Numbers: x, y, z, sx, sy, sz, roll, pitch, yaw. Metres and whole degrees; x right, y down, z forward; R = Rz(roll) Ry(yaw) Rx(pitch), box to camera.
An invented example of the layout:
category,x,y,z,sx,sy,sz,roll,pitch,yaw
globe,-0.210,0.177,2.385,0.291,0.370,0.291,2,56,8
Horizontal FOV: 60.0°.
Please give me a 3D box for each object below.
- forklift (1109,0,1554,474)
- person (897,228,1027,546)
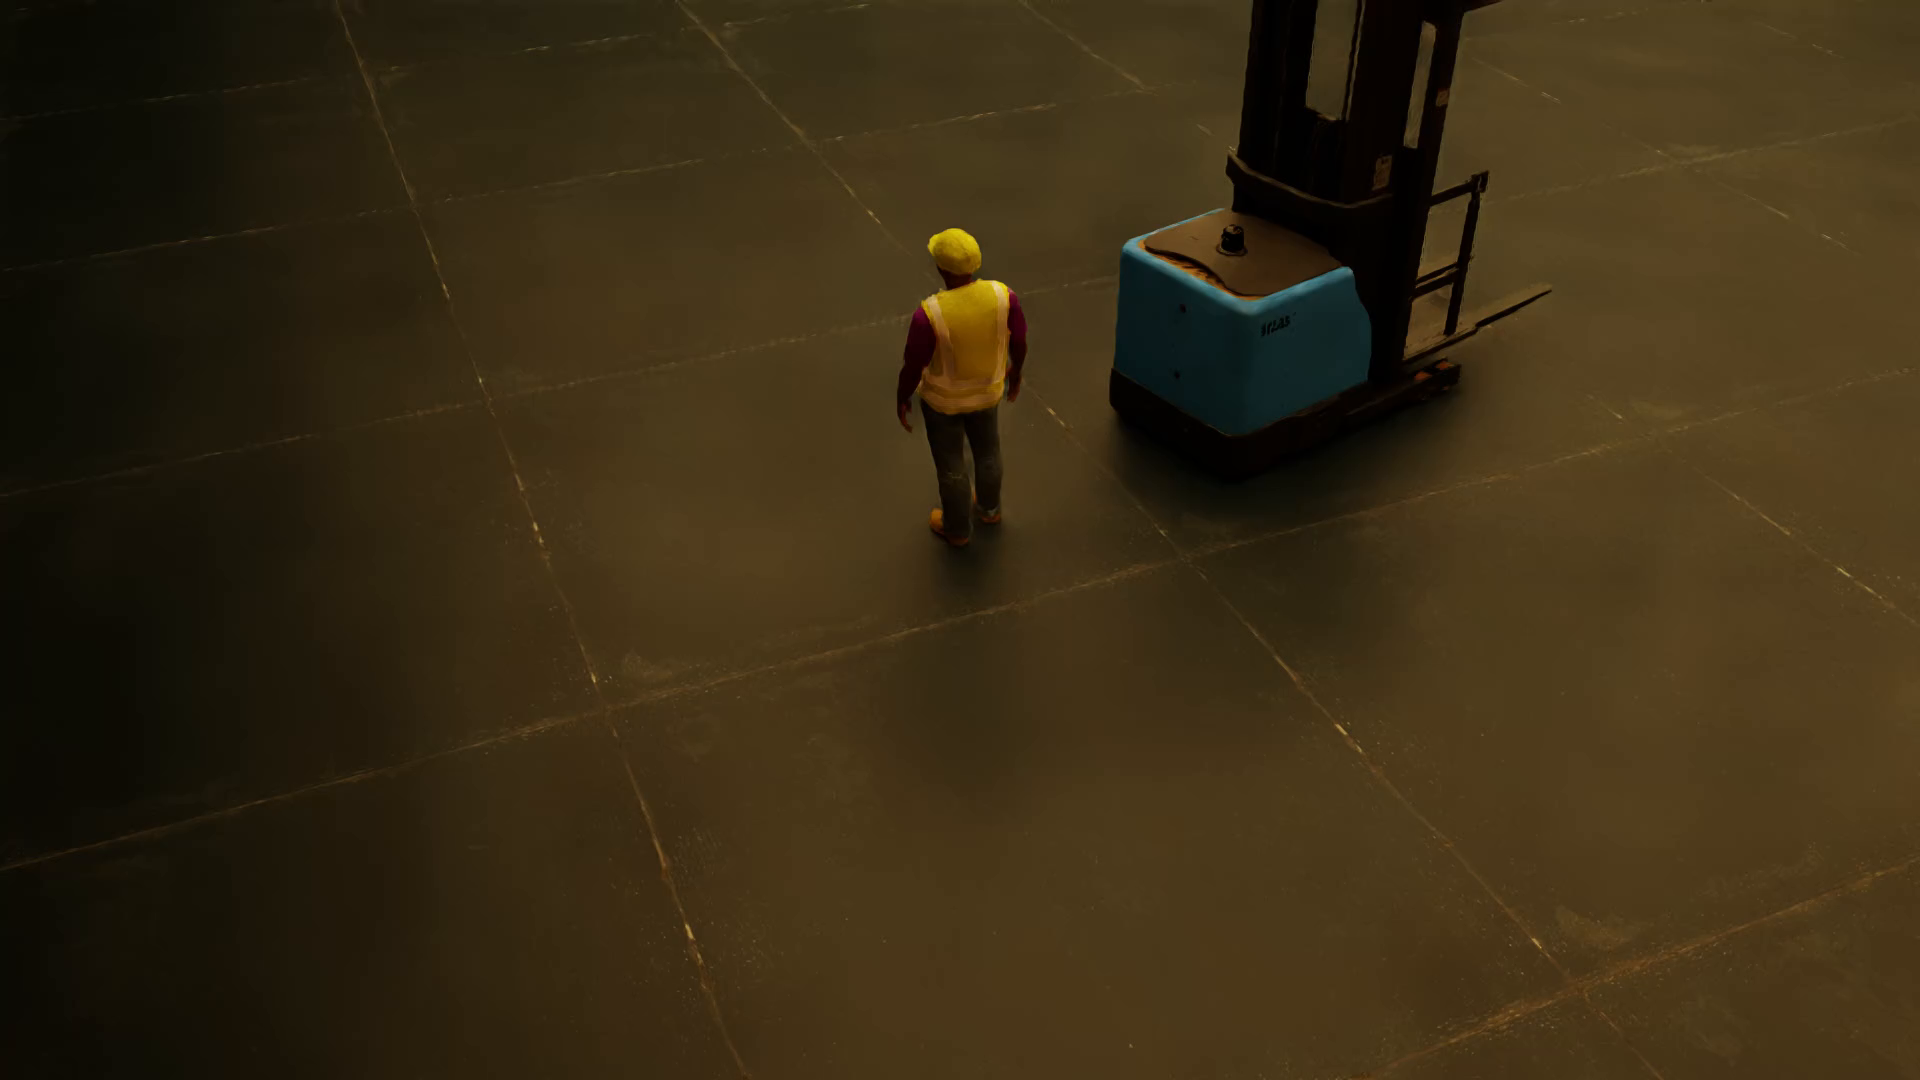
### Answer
category,x,y,z,sx,sy,sz,roll,pitch,yaw
forklift,2.345,-2.239,9.248,3.031,2.935,1.130,-24,42,-30
person,-0.022,-0.764,8.166,0.665,1.766,0.576,-14,38,-19
